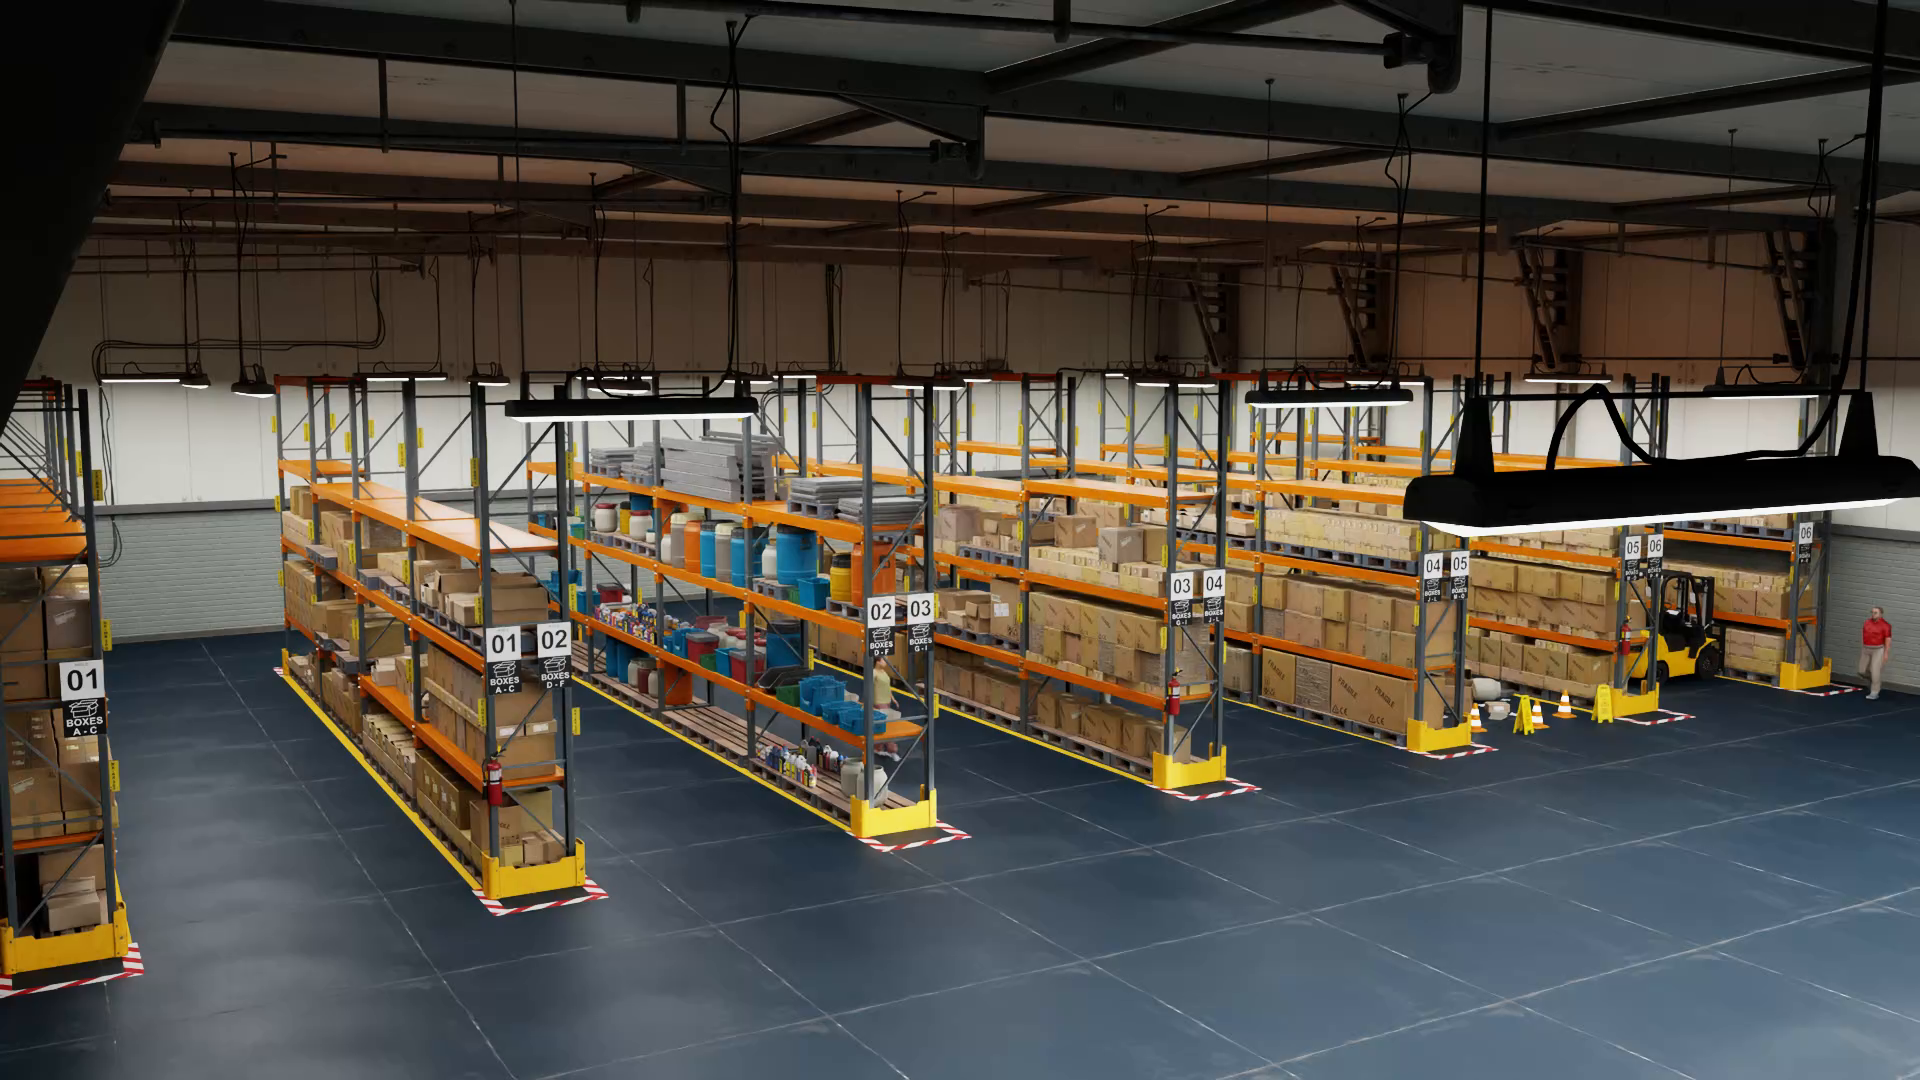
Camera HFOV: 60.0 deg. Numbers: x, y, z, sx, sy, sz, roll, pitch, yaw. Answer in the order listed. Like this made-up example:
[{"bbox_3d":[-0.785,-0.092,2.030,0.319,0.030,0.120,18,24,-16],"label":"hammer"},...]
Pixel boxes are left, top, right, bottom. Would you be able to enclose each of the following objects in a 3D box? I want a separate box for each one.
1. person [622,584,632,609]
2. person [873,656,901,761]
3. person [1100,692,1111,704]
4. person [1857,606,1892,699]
[{"bbox_3d":[-6.882,1.751,34.311,0.504,1.679,0.490,1,6,12],"label":"person"},{"bbox_3d":[-1.148,2.762,26.394,0.673,1.435,0.470,3,7,24],"label":"person"},{"bbox_3d":[2.658,2.210,29.681,0.550,1.707,0.991,-2,7,-17],"label":"person"},{"bbox_3d":[17.033,2.078,30.916,0.630,1.709,0.549,-4,8,-34],"label":"person"}]
